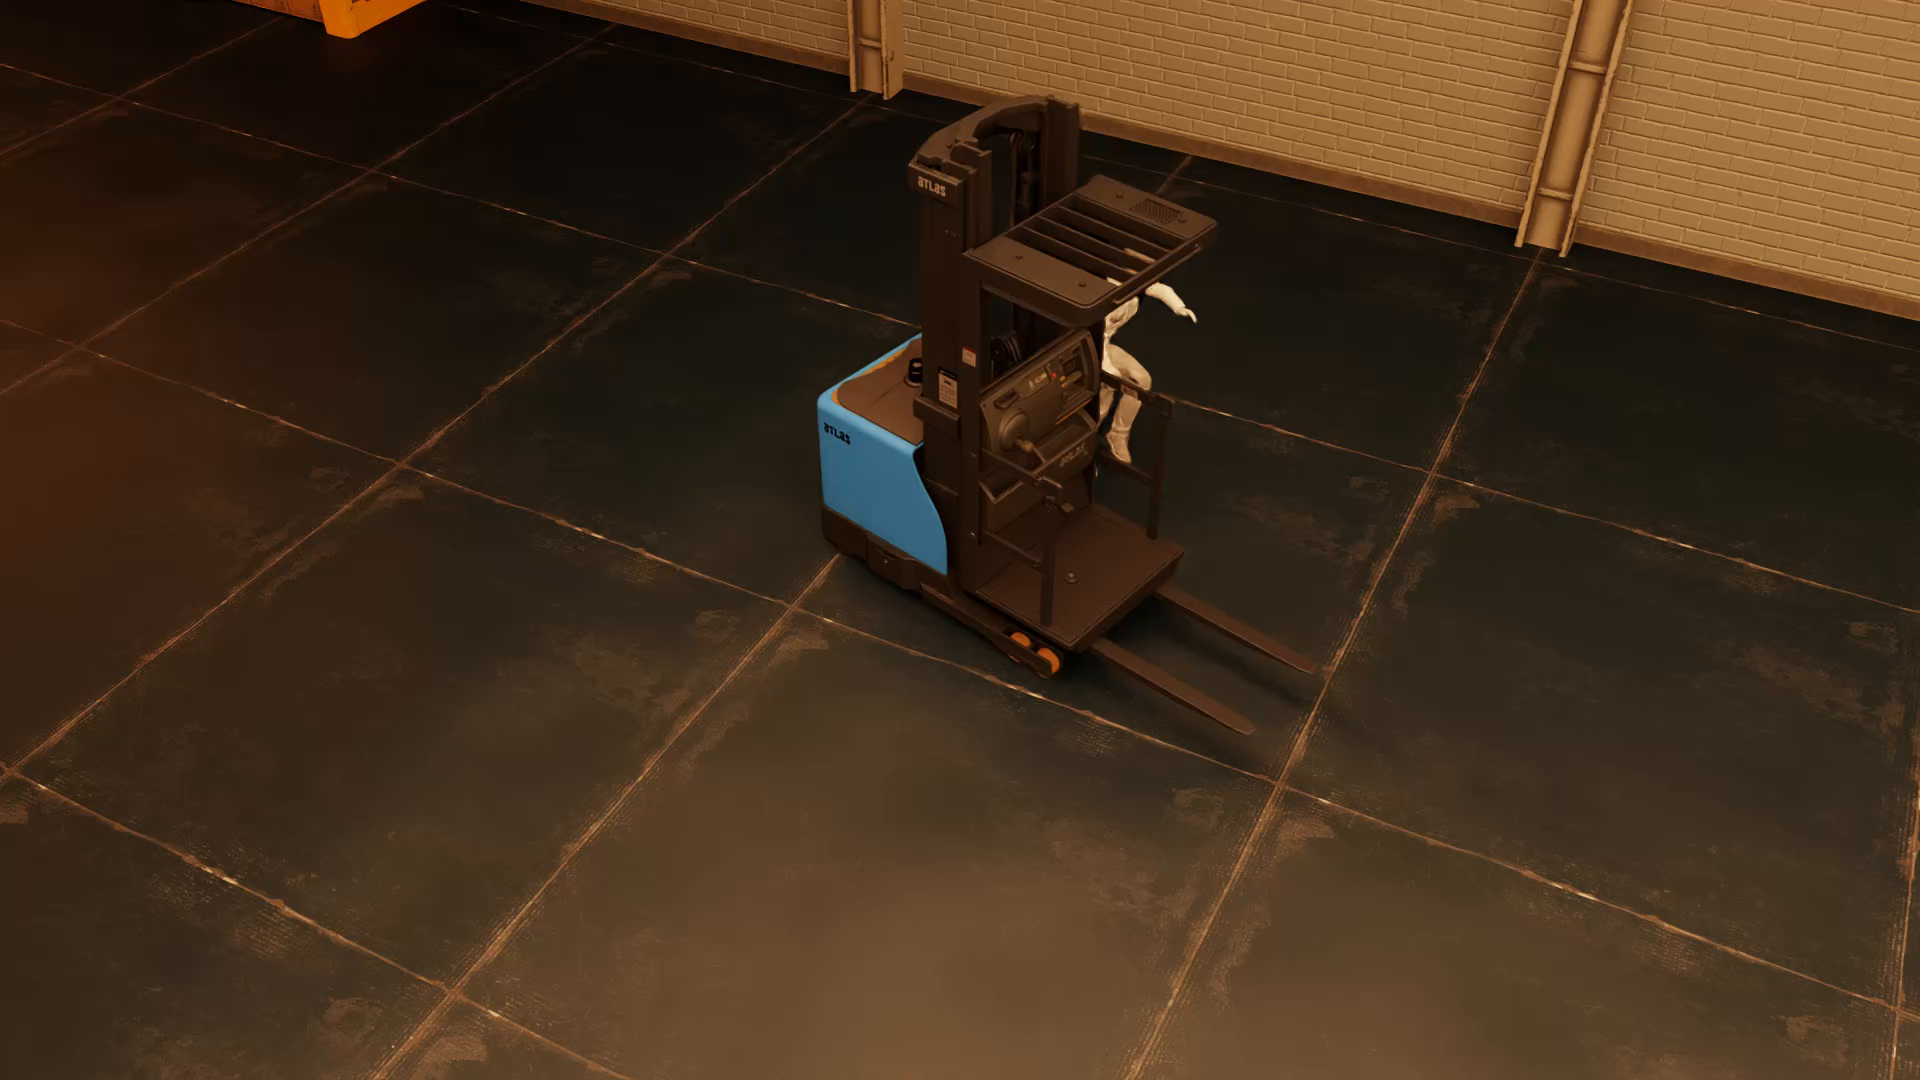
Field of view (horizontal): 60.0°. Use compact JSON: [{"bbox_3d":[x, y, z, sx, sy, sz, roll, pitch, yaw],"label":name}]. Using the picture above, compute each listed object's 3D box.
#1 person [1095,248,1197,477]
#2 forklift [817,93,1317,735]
[{"bbox_3d":[1.050,-1.157,10.527,0.823,1.433,0.908,8,41,10],"label":"person"},{"bbox_3d":[0.596,-0.734,8.858,3.031,2.935,1.130,29,48,30],"label":"forklift"}]
